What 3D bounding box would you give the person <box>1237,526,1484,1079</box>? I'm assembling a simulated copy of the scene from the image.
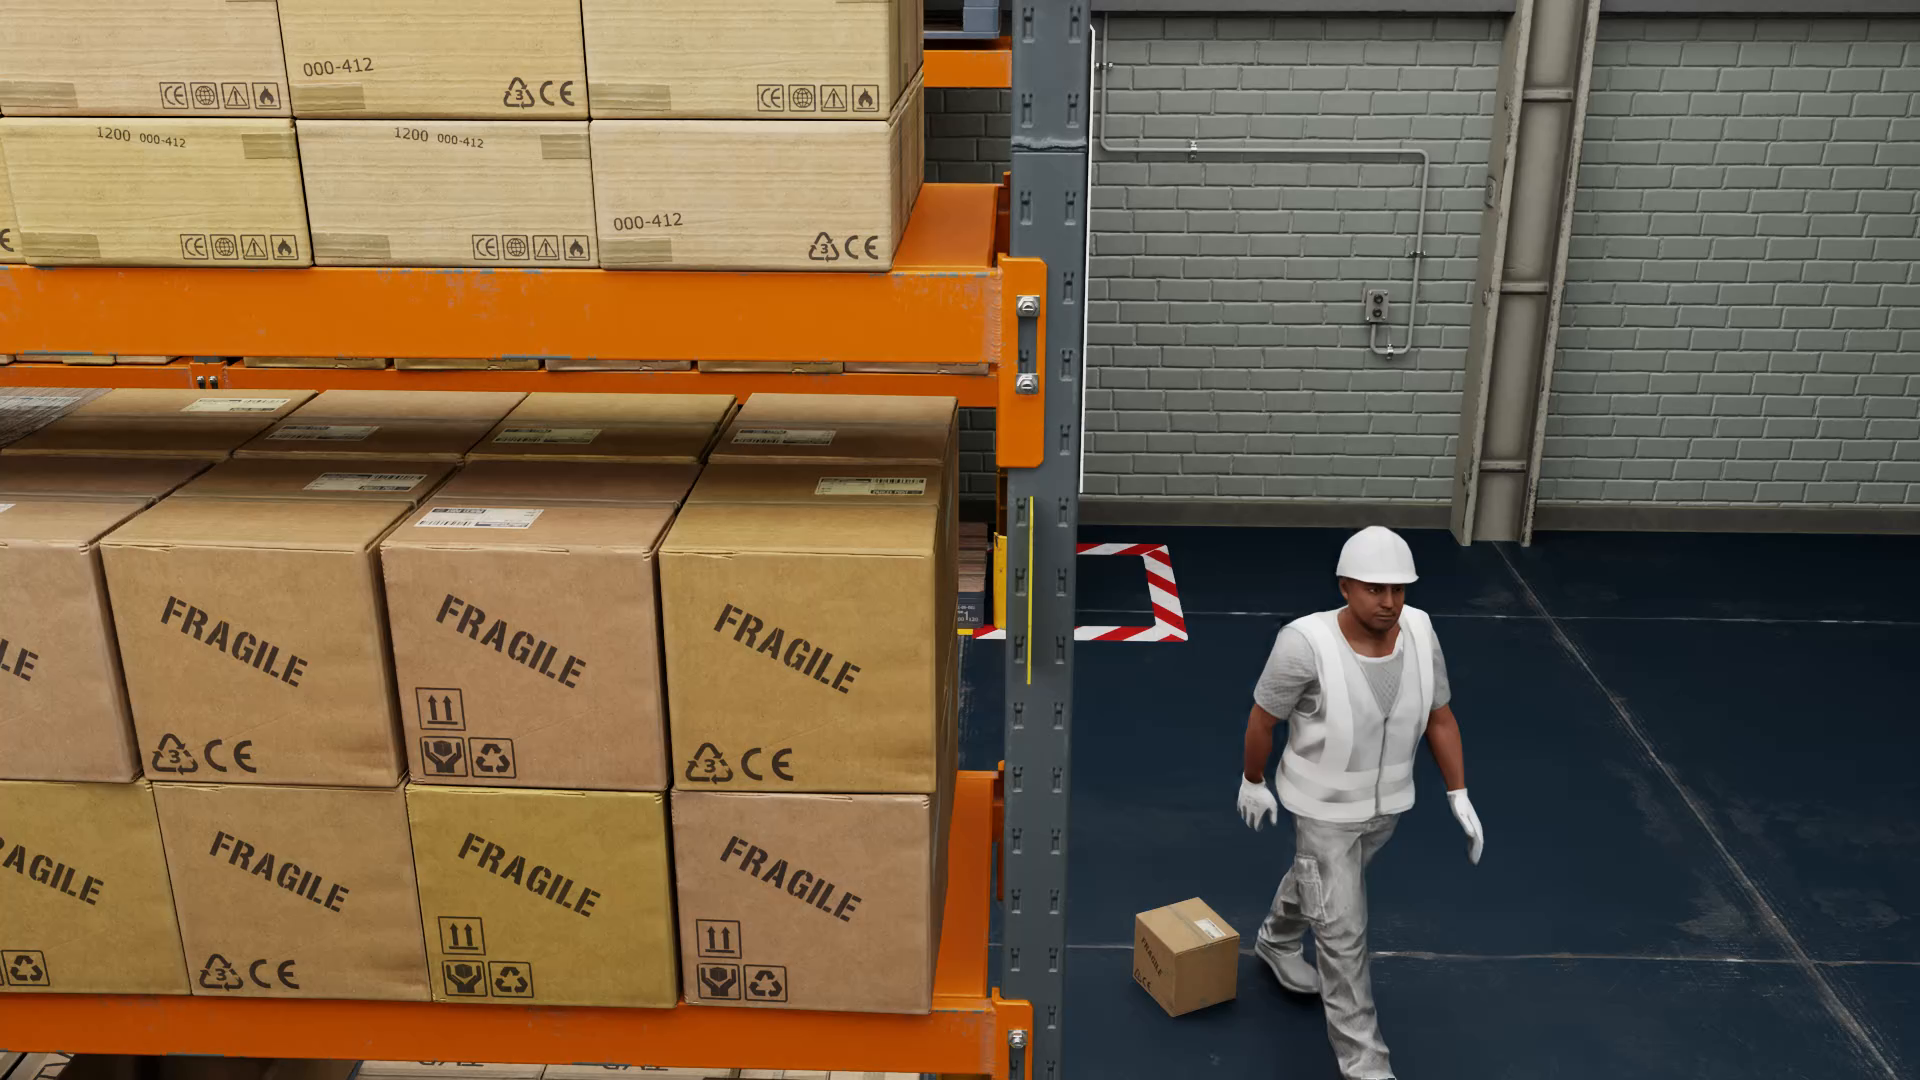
[{"bbox_3d":[1.203,0.784,4.922,0.582,1.714,1.067,-8,22,-21],"label":"person"}]
